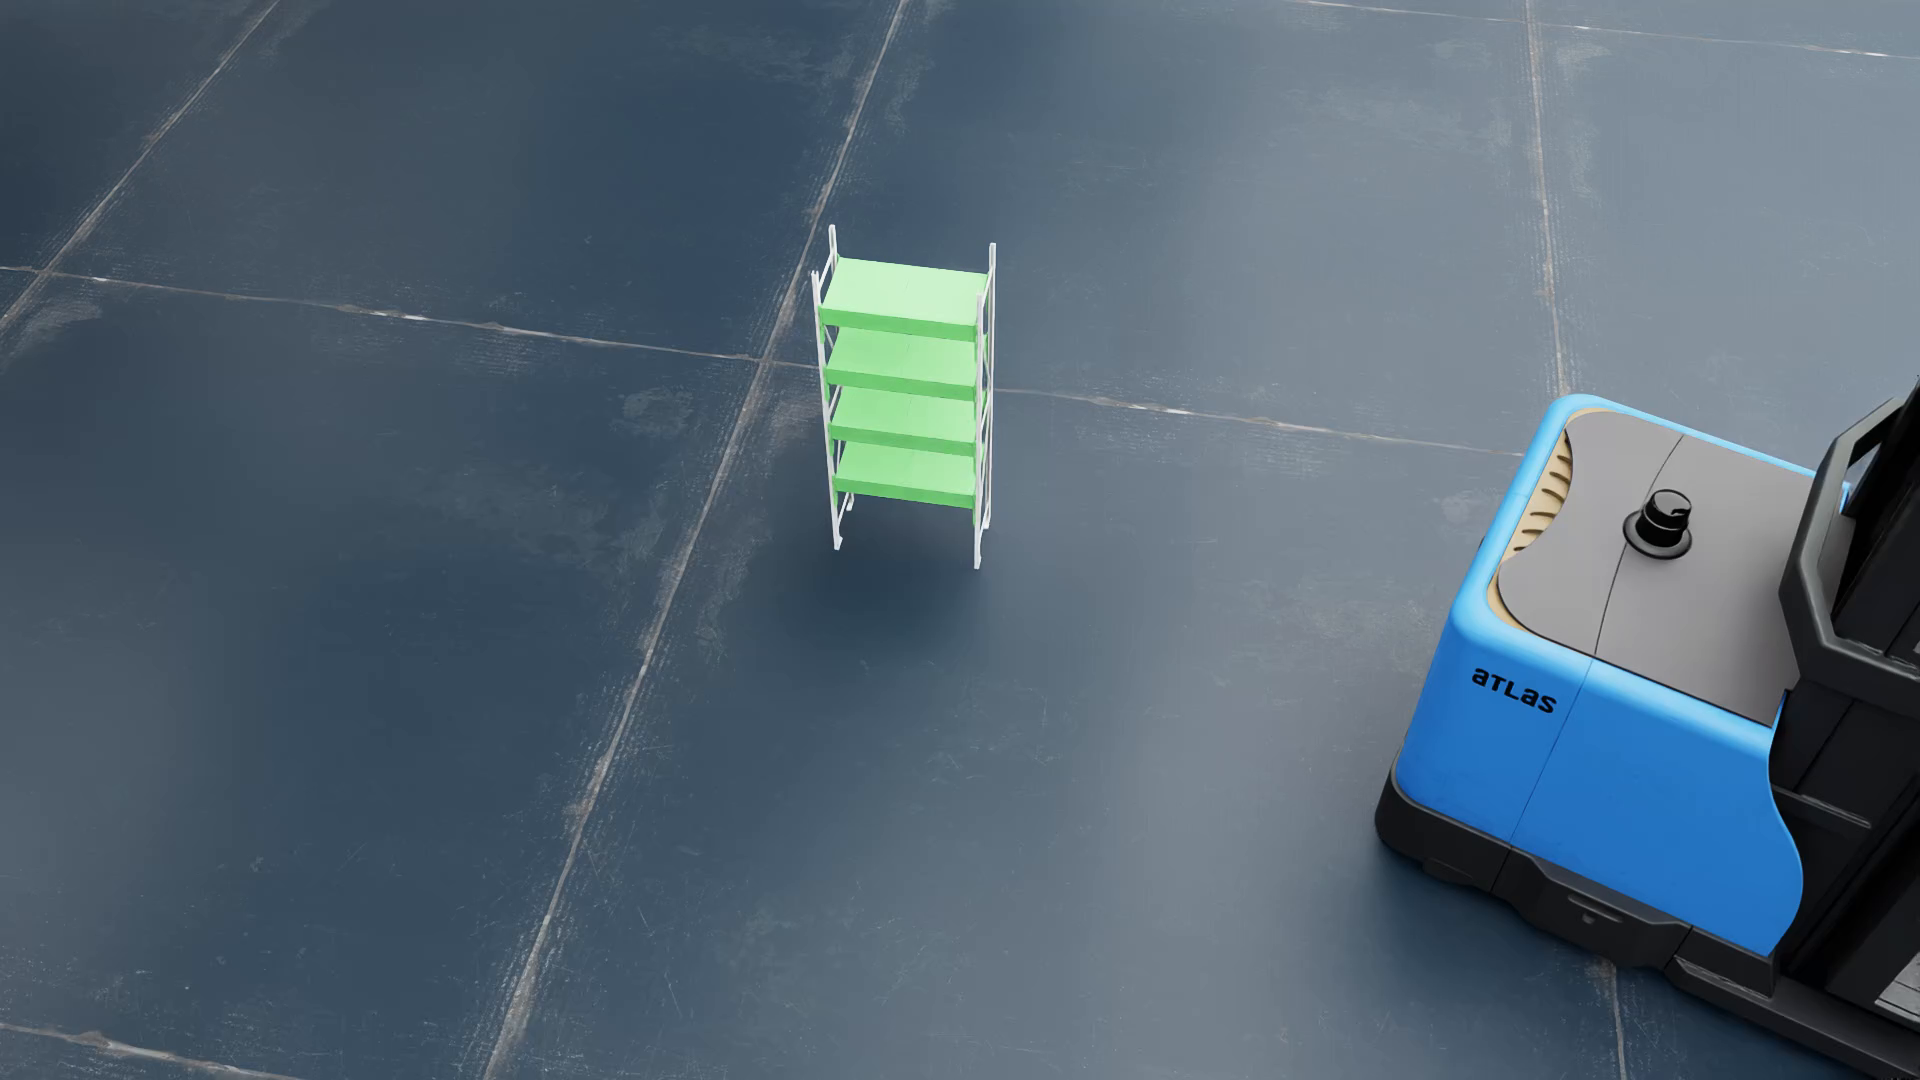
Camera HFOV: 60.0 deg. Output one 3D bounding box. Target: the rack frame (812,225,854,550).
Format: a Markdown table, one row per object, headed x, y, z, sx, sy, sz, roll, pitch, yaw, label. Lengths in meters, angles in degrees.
| x | y | z | sx | sy | sz | roll | pitch | yaw | label |
| --- | --- | --- | --- | --- | --- | --- | --- | --- | --- |
| -0.403 | -0.455 | 5.352 | 0.015 | 1.200 | 0.240 | 8 | 49 | 7 | rack frame |

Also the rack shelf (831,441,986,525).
| x | y | z | sx | sy | sz | roll | pitch | yaw | label |
| --- | --- | --- | --- | --- | --- | --- | --- | --- | --- |
| -0.163 | -0.220 | 5.549 | 0.480 | 0.148 | 0.258 | 8 | 49 | 7 | rack shelf |

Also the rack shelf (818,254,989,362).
| x | y | z | sx | sy | sz | roll | pitch | yaw | label |
| --- | --- | --- | --- | --- | --- | --- | --- | --- | --- |
| -0.163 | -0.701 | 5.014 | 0.480 | 0.148 | 0.258 | 8 | 49 | 7 | rack shelf |

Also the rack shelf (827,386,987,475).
| x | y | z | sx | sy | sz | roll | pitch | yaw | label |
| --- | --- | --- | --- | --- | --- | --- | --- | --- | --- |
| -0.163 | -0.380 | 5.371 | 0.480 | 0.148 | 0.258 | 8 | 49 | 7 | rack shelf |

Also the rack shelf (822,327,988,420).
| x | y | z | sx | sy | sz | roll | pitch | yaw | label |
| --- | --- | --- | --- | --- | --- | --- | --- | --- | --- |
| -0.163 | -0.541 | 5.192 | 0.480 | 0.148 | 0.258 | 8 | 49 | 7 | rack shelf |

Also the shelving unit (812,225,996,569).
| x | y | z | sx | sy | sz | roll | pitch | yaw | label |
| --- | --- | --- | --- | --- | --- | --- | --- | --- | --- |
| -0.163 | -0.423 | 5.323 | 0.503 | 1.200 | 0.258 | 8 | 49 | 7 | shelving unit |

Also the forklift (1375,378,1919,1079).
| x | y | z | sx | sy | sz | roll | pitch | yaw | label |
| --- | --- | --- | --- | --- | --- | --- | --- | --- | --- |
| 2.759 | 0.160 | 3.636 | 3.031 | 2.935 | 1.130 | 23 | 52 | 19 | forklift |

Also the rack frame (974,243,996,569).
| x | y | z | sx | sy | sz | roll | pitch | yaw | label |
| --- | --- | --- | --- | --- | --- | --- | --- | --- | --- |
| 0.077 | -0.391 | 5.294 | 0.015 | 1.200 | 0.240 | 8 | 49 | 7 | rack frame |
